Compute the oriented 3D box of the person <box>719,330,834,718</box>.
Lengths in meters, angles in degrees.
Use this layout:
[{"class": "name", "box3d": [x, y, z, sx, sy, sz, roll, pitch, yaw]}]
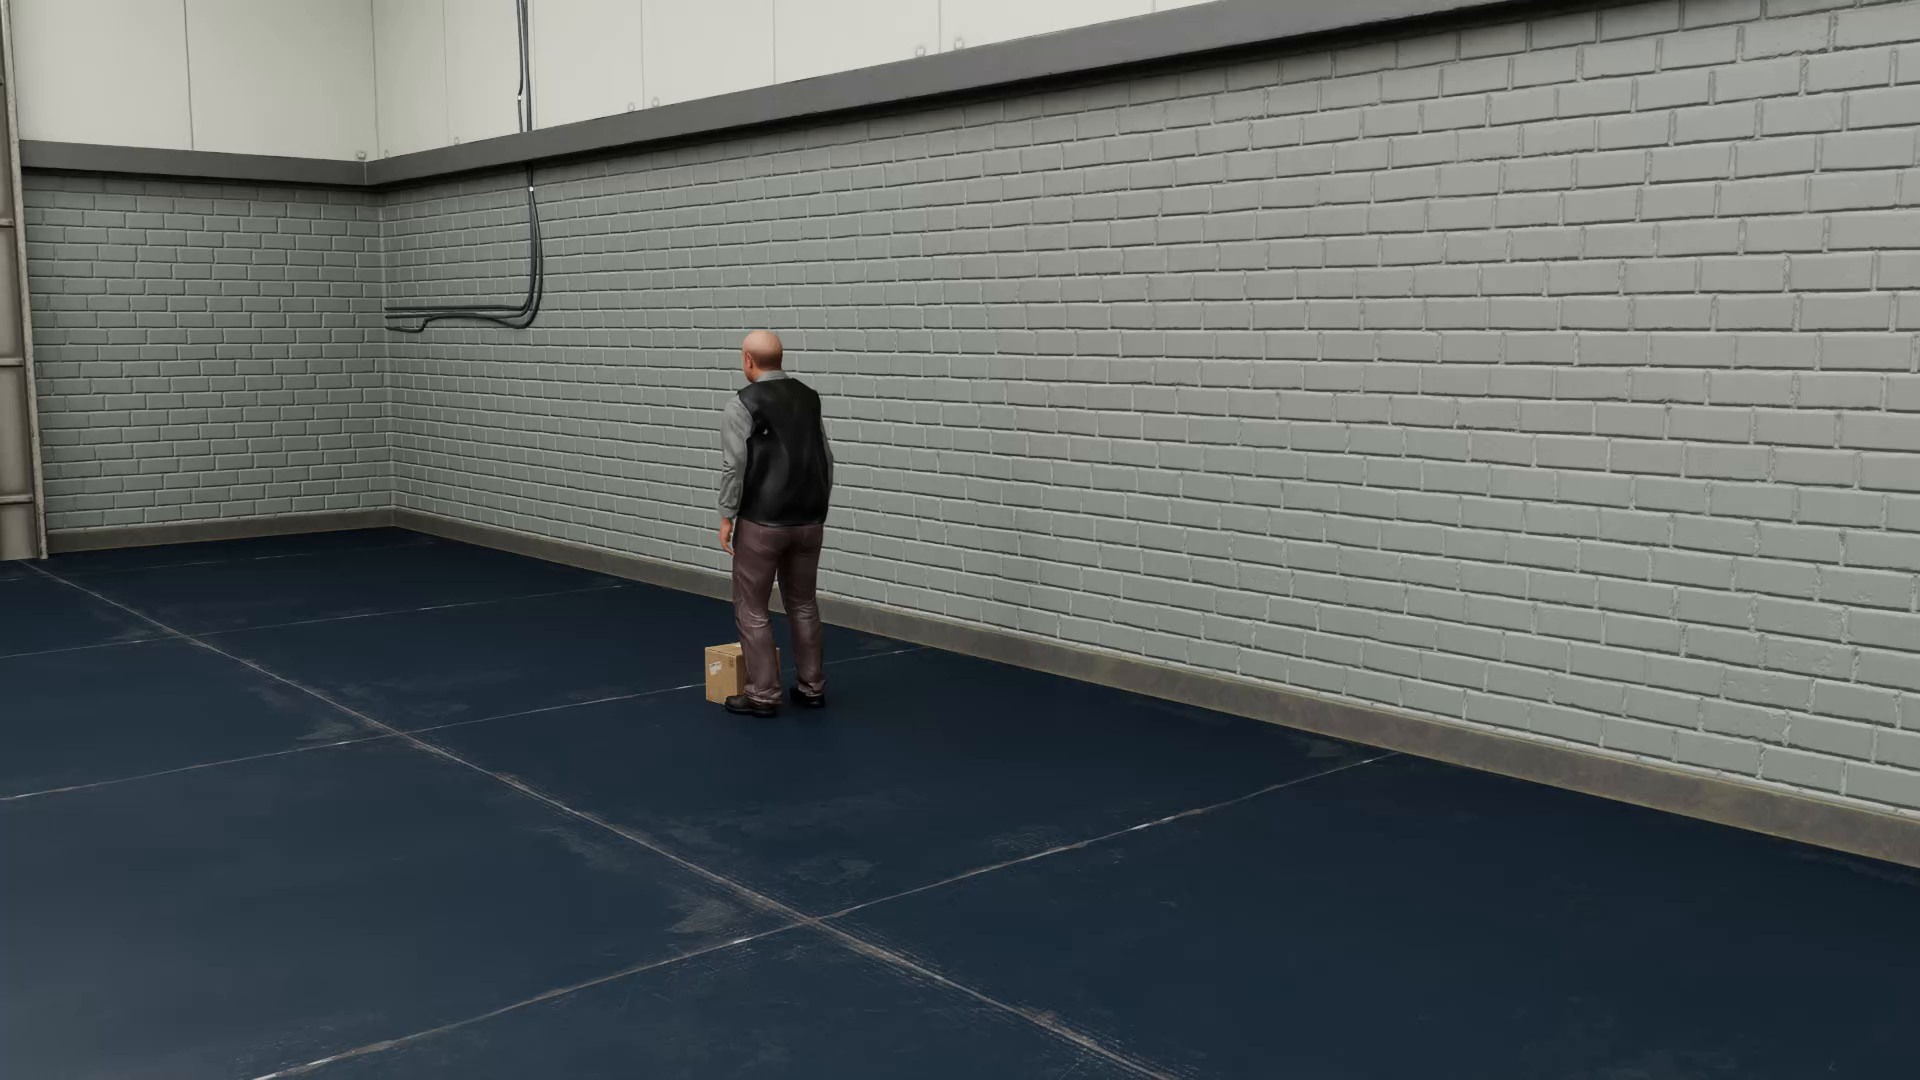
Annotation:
[{"class": "person", "box3d": [-0.818, -0.076, 7.467, 0.580, 1.720, 0.421, -6, 10, -40]}]
